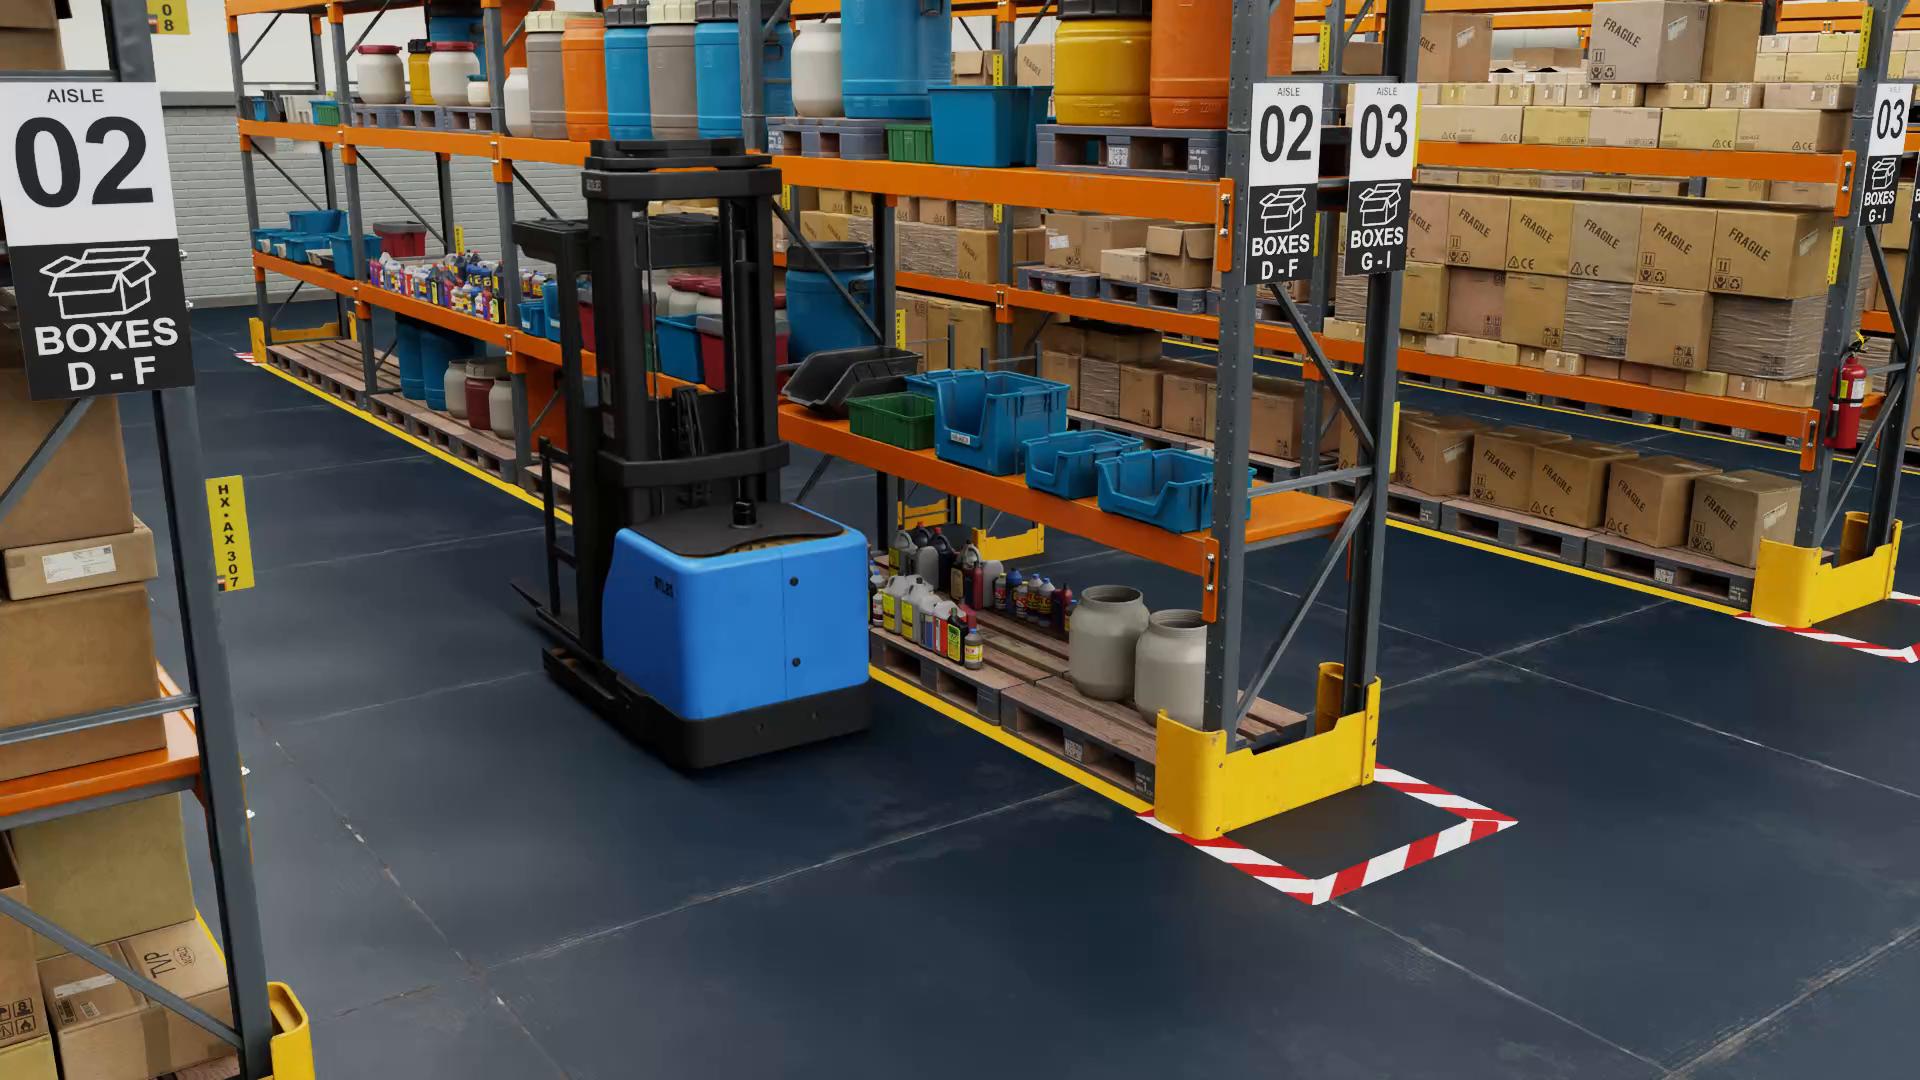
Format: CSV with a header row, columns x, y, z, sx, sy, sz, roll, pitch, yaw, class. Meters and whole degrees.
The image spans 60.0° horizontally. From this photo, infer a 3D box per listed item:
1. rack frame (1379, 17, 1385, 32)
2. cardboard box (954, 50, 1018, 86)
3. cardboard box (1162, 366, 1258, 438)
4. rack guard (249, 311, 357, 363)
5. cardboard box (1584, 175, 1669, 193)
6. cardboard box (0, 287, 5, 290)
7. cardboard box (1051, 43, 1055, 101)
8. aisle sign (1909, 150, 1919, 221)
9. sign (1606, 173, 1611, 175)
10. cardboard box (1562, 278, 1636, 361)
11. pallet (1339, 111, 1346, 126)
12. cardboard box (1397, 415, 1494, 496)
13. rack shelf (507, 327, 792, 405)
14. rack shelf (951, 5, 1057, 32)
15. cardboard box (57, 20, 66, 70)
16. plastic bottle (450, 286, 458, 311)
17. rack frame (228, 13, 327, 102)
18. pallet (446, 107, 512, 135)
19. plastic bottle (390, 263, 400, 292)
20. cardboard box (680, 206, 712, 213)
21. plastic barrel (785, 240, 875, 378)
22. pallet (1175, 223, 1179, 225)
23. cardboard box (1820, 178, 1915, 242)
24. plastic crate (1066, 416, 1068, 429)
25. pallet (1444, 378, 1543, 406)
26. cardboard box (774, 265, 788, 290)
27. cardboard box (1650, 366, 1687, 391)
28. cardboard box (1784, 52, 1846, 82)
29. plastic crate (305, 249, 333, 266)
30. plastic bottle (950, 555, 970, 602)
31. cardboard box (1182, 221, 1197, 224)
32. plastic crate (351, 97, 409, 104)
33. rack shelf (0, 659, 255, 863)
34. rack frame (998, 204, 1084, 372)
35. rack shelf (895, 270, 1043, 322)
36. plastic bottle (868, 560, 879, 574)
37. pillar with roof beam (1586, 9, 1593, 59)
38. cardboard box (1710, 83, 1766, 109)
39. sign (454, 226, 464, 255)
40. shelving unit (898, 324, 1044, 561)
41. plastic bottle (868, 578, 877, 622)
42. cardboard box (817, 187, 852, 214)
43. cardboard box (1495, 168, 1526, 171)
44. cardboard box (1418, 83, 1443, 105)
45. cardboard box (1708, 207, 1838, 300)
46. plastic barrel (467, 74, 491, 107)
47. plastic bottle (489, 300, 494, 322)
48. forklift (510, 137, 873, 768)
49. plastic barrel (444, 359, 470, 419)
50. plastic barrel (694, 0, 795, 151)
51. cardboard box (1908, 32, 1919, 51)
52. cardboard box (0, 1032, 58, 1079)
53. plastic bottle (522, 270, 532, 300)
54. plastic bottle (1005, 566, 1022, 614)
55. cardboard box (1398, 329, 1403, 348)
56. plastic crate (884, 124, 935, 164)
x,y,z,sx,sy,sz,roll,pitch,yaw,class
6.473,-8.007,24.286,1.000,3.000,0.127,-11,19,-35,rack frame
0.392,-4.540,16.307,0.797,0.503,0.637,-10,18,-31,cardboard box
2.222,-1.232,14.799,0.700,0.500,0.500,-13,20,-39,cardboard box
-7.926,-2.458,20.111,1.175,0.500,0.348,-11,19,-35,rack guard
6.631,-3.361,16.590,0.700,0.500,0.500,-11,19,-35,cardboard box
-3.997,-0.696,6.290,0.700,0.500,0.500,-11,19,-35,cardboard box
1.172,-4.208,14.952,0.500,0.500,0.500,-11,19,-34,cardboard box
5.792,-2.300,9.874,0.394,0.787,0.004,-11,19,-35,aisle sign
8.378,-4.731,21.487,0.100,0.325,0.005,-11,19,-35,sign
4.561,-1.528,11.225,0.875,0.500,0.500,-11,19,-35,cardboard box
2.884,-3.372,13.387,1.213,0.211,1.003,-11,19,-35,pallet
3.706,-0.651,12.714,0.500,0.500,0.500,-5,16,-17,cardboard box
-2.022,-1.179,12.063,1.077,0.370,4.000,-11,19,-35,rack shelf
1.352,-7.296,23.056,1.077,0.370,4.000,-11,19,-35,rack shelf
-3.258,-1.638,5.448,0.500,0.500,0.500,-11,19,-35,cardboard box
-4.370,-2.099,14.440,0.097,0.201,0.097,0,15,0,plastic bottle
-7.901,-6.555,18.978,1.000,3.000,0.127,-11,19,-35,rack frame
-3.568,-3.487,13.810,1.003,0.211,1.213,-11,19,-35,pallet
-5.324,-2.480,15.698,0.097,0.271,0.097,0,15,0,plastic bottle
-3.228,-4.139,21.236,0.500,0.250,0.500,-12,19,-36,cardboard box
-0.828,-1.470,10.815,0.600,0.901,0.708,-11,19,-35,plastic barrel
2.860,-4.046,21.539,1.003,0.211,1.213,-11,19,-35,pallet
8.045,-2.889,14.619,0.875,0.550,0.550,-11,19,-35,cardboard box
0.314,-0.664,9.319,0.530,0.136,0.437,-11,19,-35,plastic crate
5.996,-1.684,17.831,1.003,0.211,1.213,-11,19,-35,pallet
-1.867,-2.907,20.243,0.875,0.875,0.875,-11,19,-35,cardboard box
4.708,-1.075,10.799,0.380,0.149,0.250,-11,19,-35,cardboard box
7.591,-4.129,14.533,0.500,0.250,0.500,-11,19,-35,cardboard box
-6.817,-3.034,17.864,0.293,0.136,0.466,-11,19,-35,plastic crate
0.001,0.224,9.889,0.061,0.283,0.133,-11,19,-35,plastic bottle
2.996,-4.029,20.797,0.380,0.149,0.250,-12,19,-37,cardboard box
-6.058,-4.498,17.395,0.497,0.269,0.590,-11,19,-35,plastic crate
-3.679,0.444,6.136,1.077,0.370,4.000,-11,19,-35,rack shelf
0.809,-2.721,16.337,1.000,3.000,0.127,-11,19,-35,rack frame
-0.367,-2.802,17.993,1.077,0.370,4.000,-11,19,-35,rack shelf
-0.524,0.254,9.800,0.097,0.271,0.097,0,15,0,plastic bottle
7.323,-8.399,25.717,9.100,9.000,0.400,-11,19,-35,pillar with roof beam
4.789,-2.706,10.128,0.380,0.149,0.250,-12,19,-37,cardboard box
-5.103,-3.025,16.923,0.100,0.325,0.005,-11,19,-35,sign
0.045,-0.707,11.819,0.587,1.500,1.083,-11,19,-35,shelving unit
-0.532,0.318,9.543,0.061,0.283,0.133,-10,18,-32,plastic bottle
-1.161,-3.973,18.819,0.797,0.503,0.637,-11,19,-36,cardboard box
7.714,-5.075,22.854,0.500,0.500,0.500,-11,19,-34,cardboard box
3.457,-3.209,11.966,0.380,0.149,0.250,-11,19,-34,cardboard box
4.989,-1.766,10.200,0.500,0.500,0.500,-11,19,-35,cardboard box
-3.947,-3.742,13.849,0.301,0.262,0.301,0,15,0,plastic barrel
-3.834,-1.905,13.729,0.097,0.201,0.097,0,15,0,plastic bottle
-1.673,-0.664,8.952,1.130,2.935,3.031,-10,18,-32,forklift
-4.567,-1.405,15.444,0.421,0.512,0.421,0,15,0,plastic barrel
-1.320,-2.862,10.219,0.600,0.901,0.708,-11,19,-35,plastic barrel
8.066,-4.121,13.750,0.380,0.149,0.250,-11,19,-35,cardboard box
-3.057,1.579,5.039,0.500,0.250,0.500,-11,19,-35,cardboard box
-3.916,-2.309,15.073,0.097,0.271,0.097,0,15,0,plastic bottle
0.313,0.286,9.684,0.097,0.271,0.097,0,15,0,plastic bottle
3.350,-1.549,12.530,0.380,0.149,0.250,-11,19,-35,cardboard box
-0.138,-2.064,8.654,0.336,0.188,0.450,-11,19,-35,plastic crate
